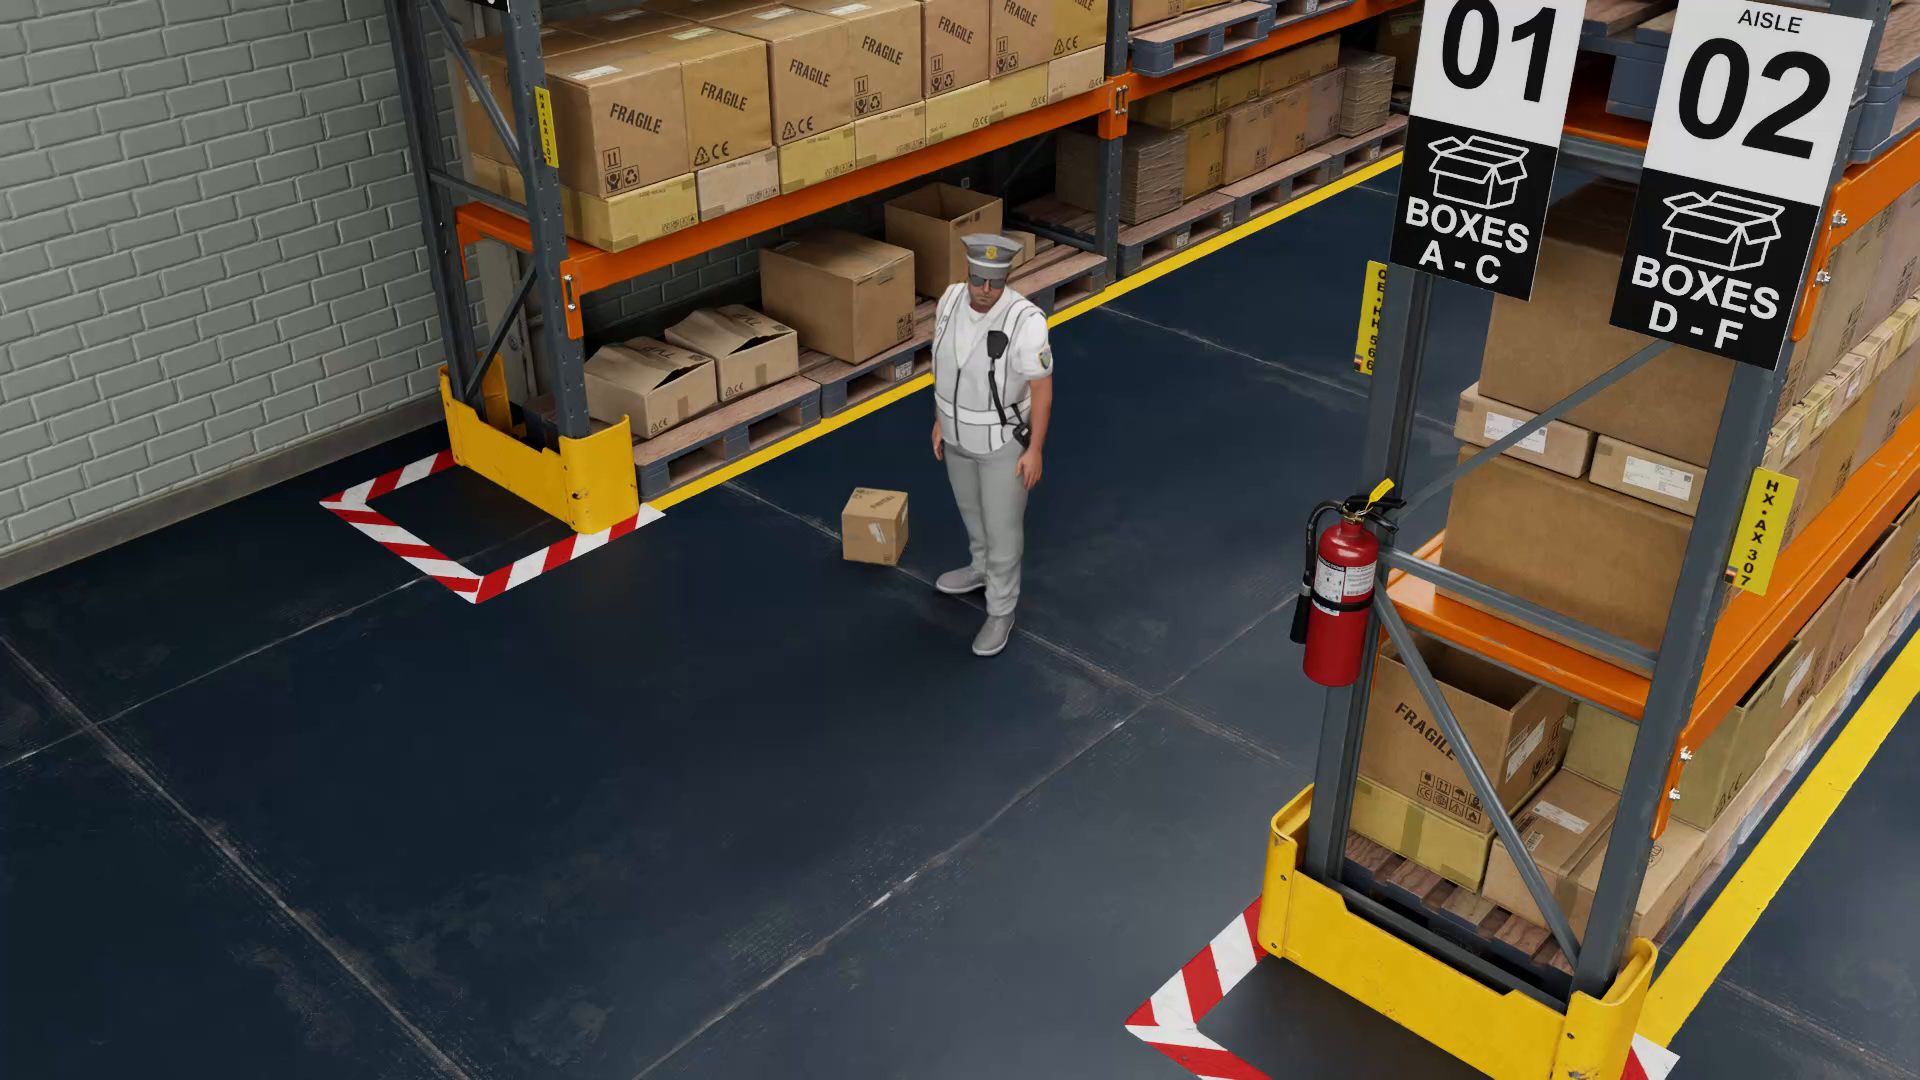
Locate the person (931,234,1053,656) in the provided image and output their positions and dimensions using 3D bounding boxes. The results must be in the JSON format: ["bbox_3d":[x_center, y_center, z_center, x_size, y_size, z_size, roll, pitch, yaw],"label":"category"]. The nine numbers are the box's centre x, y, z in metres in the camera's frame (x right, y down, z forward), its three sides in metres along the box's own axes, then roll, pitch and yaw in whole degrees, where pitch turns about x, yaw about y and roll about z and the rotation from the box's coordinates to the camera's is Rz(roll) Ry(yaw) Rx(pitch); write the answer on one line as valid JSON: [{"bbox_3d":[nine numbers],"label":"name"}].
[{"bbox_3d":[0.096,-0.432,6.821,0.562,1.755,0.538,24,39,34],"label":"person"}]
